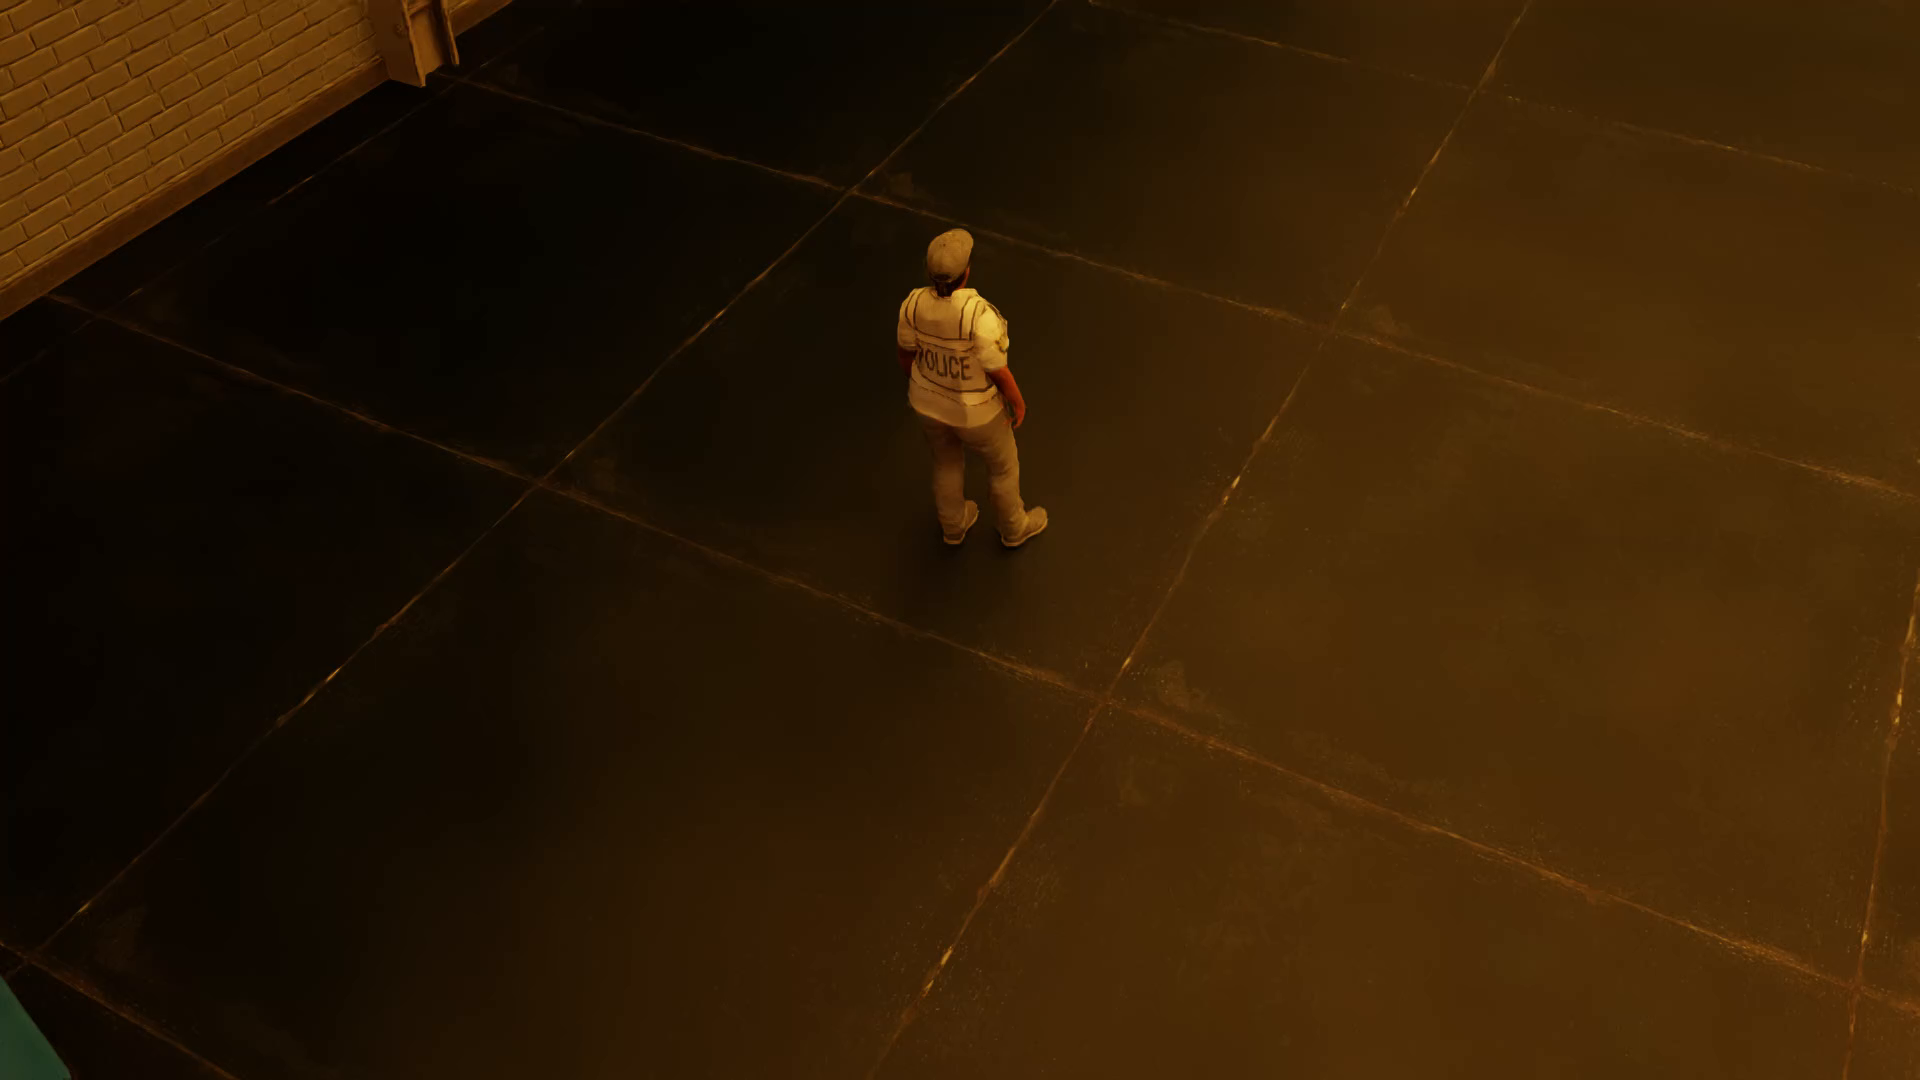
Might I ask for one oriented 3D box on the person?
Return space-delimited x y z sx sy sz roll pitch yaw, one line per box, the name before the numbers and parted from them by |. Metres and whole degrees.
person | 0.057 -0.652 7.258 0.598 1.669 0.526 20 47 20
